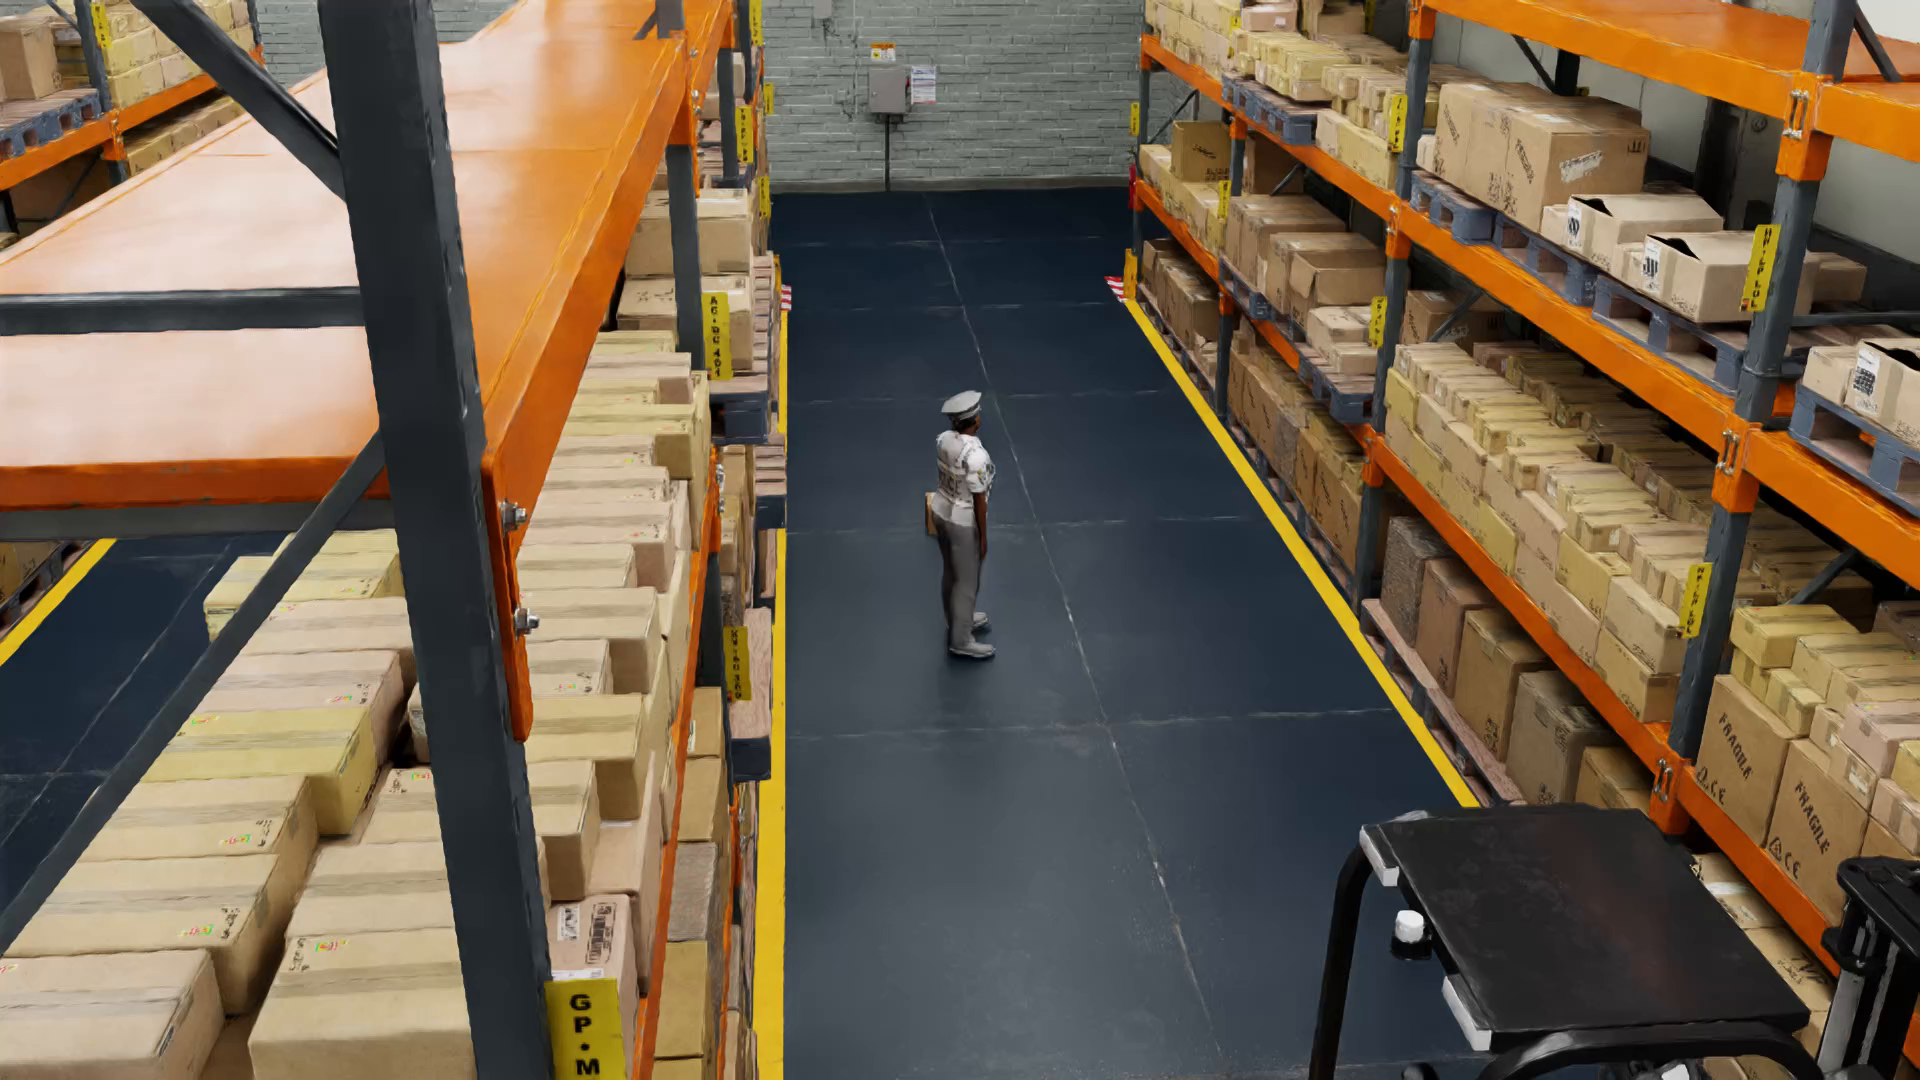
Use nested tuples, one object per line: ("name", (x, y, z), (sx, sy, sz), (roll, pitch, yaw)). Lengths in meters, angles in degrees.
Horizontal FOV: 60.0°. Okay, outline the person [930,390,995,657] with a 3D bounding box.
("person", (0.061, -0.119, 10.494), (0.438, 1.686, 0.538), (-14, 28, -29))
